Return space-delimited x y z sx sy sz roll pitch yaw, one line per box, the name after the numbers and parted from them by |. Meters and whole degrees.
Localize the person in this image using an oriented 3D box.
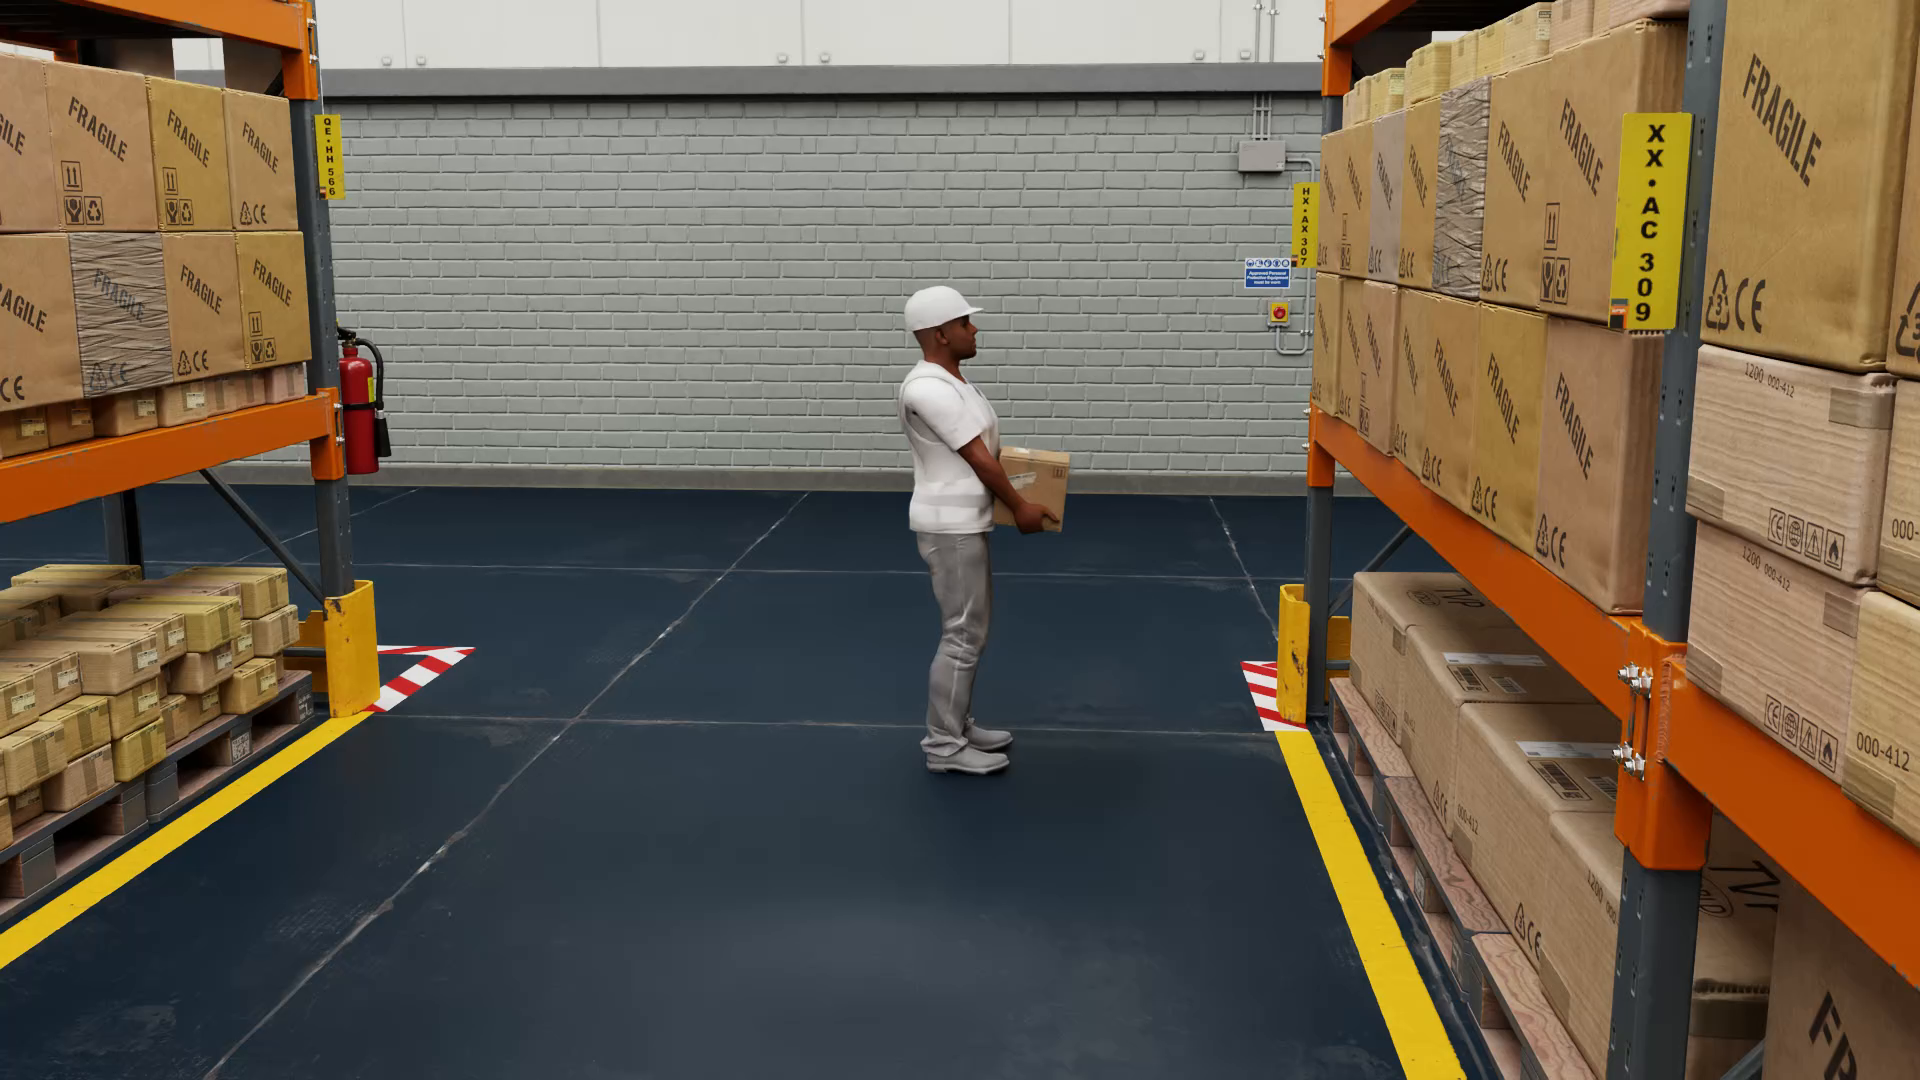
0.076 -0.041 6.097 0.577 1.761 0.484 1 11 4 | person
